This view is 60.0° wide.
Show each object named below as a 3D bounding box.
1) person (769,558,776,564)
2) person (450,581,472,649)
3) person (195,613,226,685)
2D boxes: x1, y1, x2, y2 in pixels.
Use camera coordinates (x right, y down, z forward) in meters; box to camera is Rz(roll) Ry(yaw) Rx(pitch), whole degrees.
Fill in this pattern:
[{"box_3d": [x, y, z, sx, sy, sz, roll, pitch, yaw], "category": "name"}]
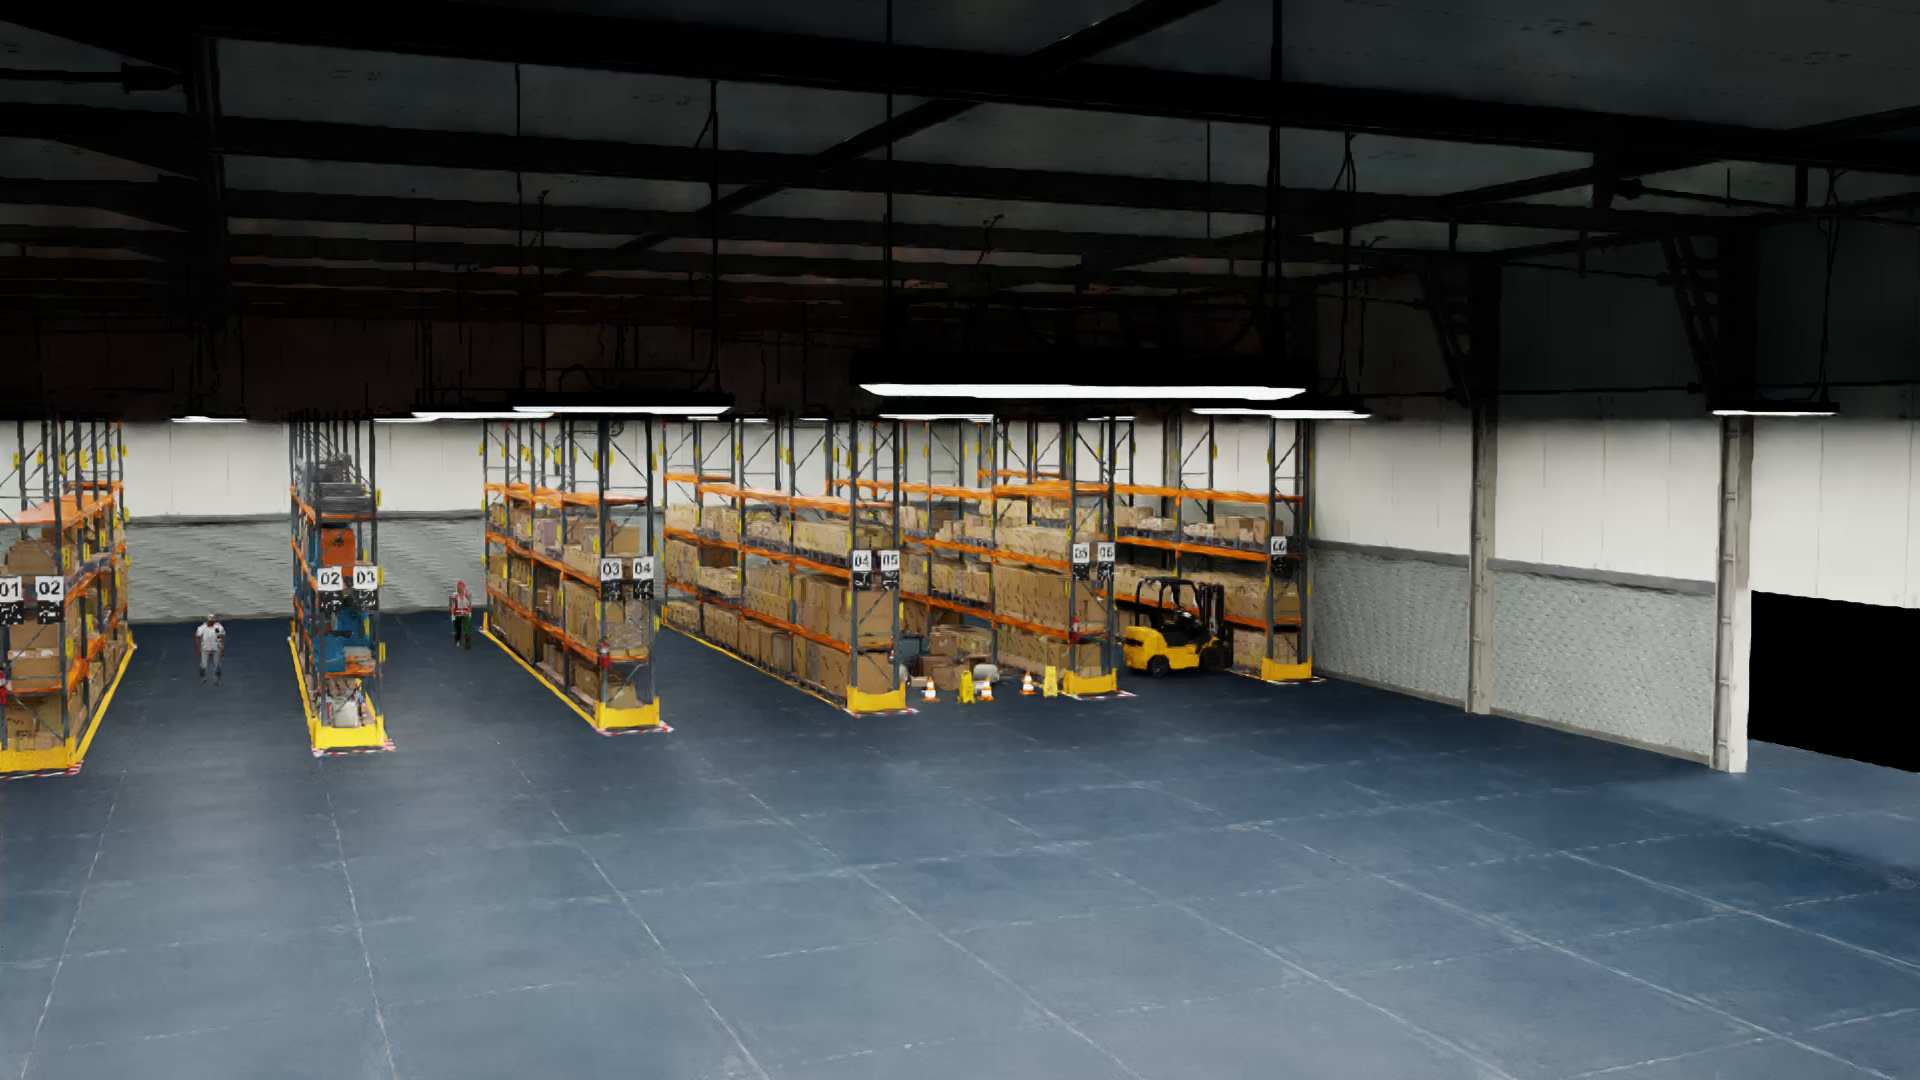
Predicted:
[{"box_3d": [-5.631, 1.344, 50.718, 0.498, 1.658, 0.668, 3, 5, 38], "category": "person"}, {"box_3d": [-12.701, 1.889, 42.347, 0.553, 1.709, 1.123, -2, 4, -21], "category": "person"}, {"box_3d": [-16.371, 2.382, 36.336, 0.625, 1.611, 0.582, -2, 4, -26], "category": "person"}]
